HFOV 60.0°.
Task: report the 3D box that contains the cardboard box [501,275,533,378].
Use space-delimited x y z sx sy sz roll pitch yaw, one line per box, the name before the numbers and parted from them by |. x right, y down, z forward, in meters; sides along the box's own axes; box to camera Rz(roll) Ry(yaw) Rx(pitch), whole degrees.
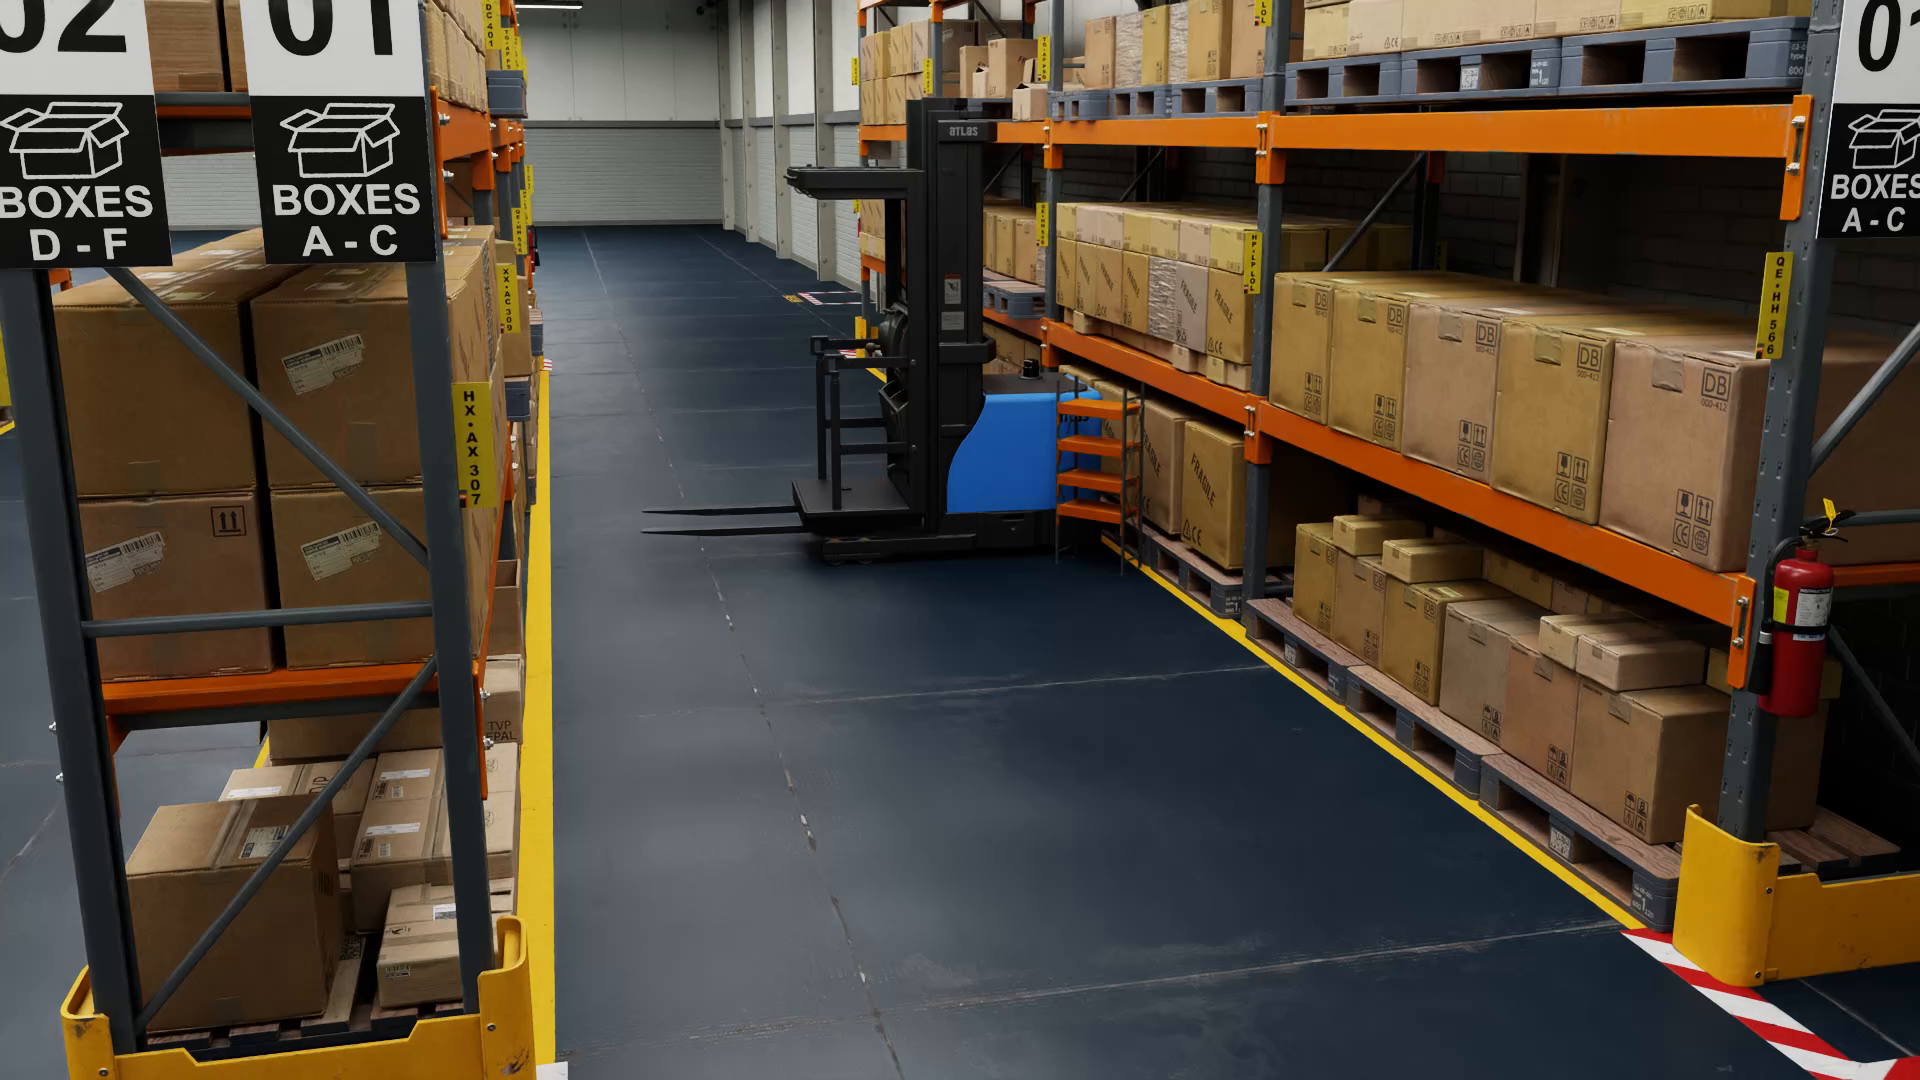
cardboard box | -2.612 -1.089 8.467 0.700 0.500 0.500 -9 16 -32

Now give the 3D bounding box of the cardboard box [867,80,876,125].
cardboard box | -0.795 -5.058 19.237 0.500 0.500 0.500 -2 14 -9

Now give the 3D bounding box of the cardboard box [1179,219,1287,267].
cardboard box | 1.627 -1.770 9.893 0.500 0.250 0.500 -3 14 -12

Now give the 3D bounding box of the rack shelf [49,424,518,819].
rack shelf | -2.248 0.097 6.227 1.077 0.370 4.000 -3 14 -13

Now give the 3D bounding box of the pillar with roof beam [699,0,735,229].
pillar with roof beam | -10.947 -13.241 46.665 9.100 9.000 0.548 -3 14 -13

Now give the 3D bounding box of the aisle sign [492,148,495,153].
aisle sign | -5.266 -4.777 19.182 0.394 0.787 0.004 -3 14 -13

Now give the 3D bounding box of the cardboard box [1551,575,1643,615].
cardboard box | 2.759 0.255 7.077 0.380 0.149 0.250 -3 14 -12

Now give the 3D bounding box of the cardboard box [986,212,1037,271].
cardboard box | 0.613 -2.700 15.022 0.700 0.500 0.500 -1 14 -5

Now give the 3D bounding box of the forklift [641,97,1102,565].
forklift | -0.618 -1.398 10.973 3.031 2.935 1.130 -2 14 -10

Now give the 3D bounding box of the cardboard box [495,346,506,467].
cardboard box | -2.229 -0.543 7.119 0.500 0.500 0.500 -3 14 -12

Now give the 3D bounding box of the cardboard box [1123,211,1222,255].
cardboard box | 1.387 -2.006 10.856 0.500 0.250 0.500 -4 14 -14

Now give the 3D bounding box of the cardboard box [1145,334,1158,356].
cardboard box | 1.435 -1.299 10.909 0.380 0.149 0.250 -3 14 -11

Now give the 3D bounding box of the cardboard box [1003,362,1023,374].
cardboard box | 0.785 -1.315 14.829 0.700 0.500 0.500 -3 14 -13

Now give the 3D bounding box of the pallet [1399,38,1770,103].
pallet | 2.561 -1.935 6.894 1.003 0.211 1.213 -3 14 -13

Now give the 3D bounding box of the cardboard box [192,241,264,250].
cardboard box | -2.639 -0.887 6.418 0.500 0.500 0.500 -4 14 -15

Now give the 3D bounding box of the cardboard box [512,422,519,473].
cardboard box | -2.948 -0.550 10.116 0.500 0.250 0.500 -4 14 -14

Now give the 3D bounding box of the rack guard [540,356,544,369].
rack guard | -5.542 -2.274 19.681 1.175 0.500 0.348 -3 14 -13

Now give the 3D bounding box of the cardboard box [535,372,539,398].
cardboard box | -4.411 -1.552 16.368 0.500 0.250 0.500 -3 14 -13

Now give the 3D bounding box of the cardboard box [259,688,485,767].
cardboard box | -2.272 0.718 6.502 0.797 0.503 0.637 -3 14 -13

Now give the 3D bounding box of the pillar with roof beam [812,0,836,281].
pillar with roof beam | -6.719 -9.089 29.669 9.100 9.000 0.400 -3 14 -13

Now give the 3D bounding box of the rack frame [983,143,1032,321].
rack frame | 0.218 -2.837 16.718 1.000 3.000 0.127 -3 14 -13

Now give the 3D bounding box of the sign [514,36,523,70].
sign | -4.071 -4.453 15.263 0.100 0.325 0.005 -3 14 -13

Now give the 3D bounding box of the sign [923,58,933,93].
sign | -0.308 -4.513 16.170 0.100 0.325 0.005 -3 14 -13

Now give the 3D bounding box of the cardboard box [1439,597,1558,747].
cardboard box | 2.538 0.554 7.219 0.700 0.500 0.500 -4 14 -15

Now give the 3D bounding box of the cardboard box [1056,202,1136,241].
cardboard box | 1.020 -2.355 12.288 0.500 0.250 0.500 -3 14 -12

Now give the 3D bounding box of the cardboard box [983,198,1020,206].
cardboard box | 0.310 -3.258 17.136 0.500 0.500 0.500 -4 14 -14

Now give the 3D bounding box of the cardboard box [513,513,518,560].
cardboard box | -2.595 0.161 8.787 0.500 0.500 0.500 -4 14 -16

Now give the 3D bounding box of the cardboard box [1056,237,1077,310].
cardboard box | 1.022 -1.990 12.375 0.500 0.500 0.500 -3 14 -12

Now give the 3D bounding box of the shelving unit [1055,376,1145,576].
shelving unit | 0.886 -0.413 10.581 0.503 1.200 0.258 10 18 35

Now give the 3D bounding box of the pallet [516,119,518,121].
pallet | -5.105 -4.450 17.188 1.003 0.211 1.213 -3 14 -13

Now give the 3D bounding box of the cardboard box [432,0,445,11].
cardboard box | -1.646 -1.552 4.400 0.500 0.250 0.500 -3 14 -13

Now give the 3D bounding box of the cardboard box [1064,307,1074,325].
cardboard box | 1.009 -1.713 12.605 0.380 0.149 0.250 -3 14 -14

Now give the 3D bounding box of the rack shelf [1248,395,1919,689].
rack shelf | 2.566 -0.180 7.361 1.077 0.370 4.000 -3 14 -13

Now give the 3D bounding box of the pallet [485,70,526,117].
pallet | -2.803 -2.234 8.329 1.213 0.211 1.003 -3 14 -13

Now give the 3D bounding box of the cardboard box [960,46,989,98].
cardboard box | 0.268 -4.416 15.766 0.500 0.500 0.500 -1 14 -5

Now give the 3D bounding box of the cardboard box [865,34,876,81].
cardboard box | -0.799 -5.540 19.102 0.500 0.500 0.500 -3 14 -14

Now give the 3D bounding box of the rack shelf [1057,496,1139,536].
rack shelf | 0.889 -0.156 10.648 0.480 0.148 0.258 10 18 35

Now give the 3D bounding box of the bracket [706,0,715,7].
bracket | -7.010 -15.114 46.747 0.235 0.232 0.430 -3 14 -13

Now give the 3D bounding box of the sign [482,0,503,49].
sign | -2.192 -2.455 7.744 0.100 0.325 0.005 -3 14 -13

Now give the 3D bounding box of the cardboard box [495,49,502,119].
cardboard box | -3.402 -2.926 10.554 0.910 0.500 0.500 -3 14 -13

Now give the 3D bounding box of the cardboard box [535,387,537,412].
cardboard box | -4.217 -1.349 15.536 0.500 0.250 0.500 -3 14 -14

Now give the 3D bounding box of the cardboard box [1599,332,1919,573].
cardboard box | 2.906 -0.331 5.831 0.980 0.700 0.700 -3 14 -11

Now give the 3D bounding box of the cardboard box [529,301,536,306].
cardboard box | -4.756 -2.263 17.697 0.500 0.500 0.500 -3 14 -13

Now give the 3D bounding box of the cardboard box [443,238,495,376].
cardboard box | -2.106 -0.912 6.522 0.500 0.500 0.500 -3 14 -13

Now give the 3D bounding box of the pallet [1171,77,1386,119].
pallet | 1.833 -2.564 9.685 0.805 0.209 1.217 -4 14 -15

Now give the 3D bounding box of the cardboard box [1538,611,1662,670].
cardboard box | 2.506 0.392 6.516 0.380 0.149 0.250 -3 14 -12

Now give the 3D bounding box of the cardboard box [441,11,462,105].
cardboard box | -1.757 -1.425 4.933 0.500 0.250 0.500 -3 14 -13

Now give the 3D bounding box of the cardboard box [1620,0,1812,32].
cardboard box | 2.606 -1.859 5.618 0.500 0.250 0.500 -3 14 -11

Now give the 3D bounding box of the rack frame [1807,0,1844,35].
rack frame | 3.036 -2.983 4.675 1.000 3.000 0.127 -3 14 -13

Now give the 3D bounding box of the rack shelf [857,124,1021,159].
rack shelf | -0.252 -4.406 18.336 1.077 0.370 4.000 -3 14 -13
